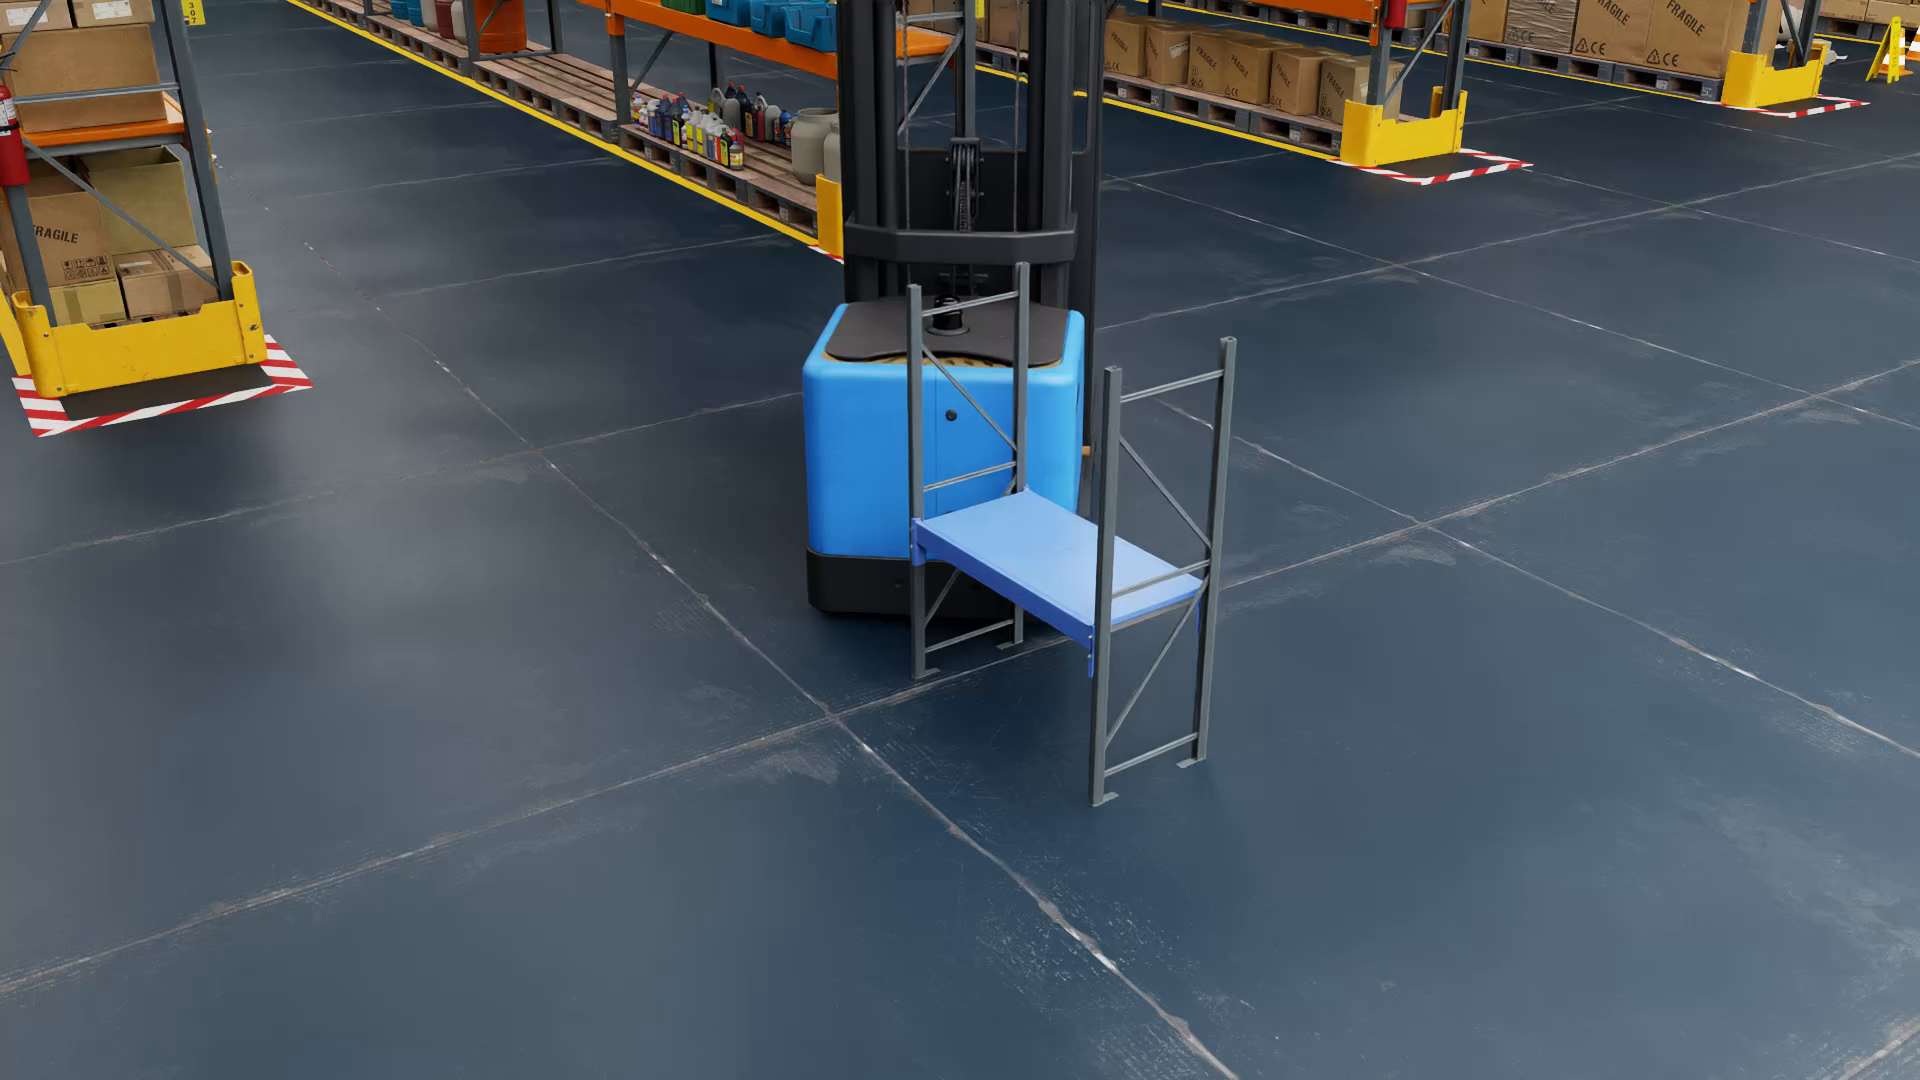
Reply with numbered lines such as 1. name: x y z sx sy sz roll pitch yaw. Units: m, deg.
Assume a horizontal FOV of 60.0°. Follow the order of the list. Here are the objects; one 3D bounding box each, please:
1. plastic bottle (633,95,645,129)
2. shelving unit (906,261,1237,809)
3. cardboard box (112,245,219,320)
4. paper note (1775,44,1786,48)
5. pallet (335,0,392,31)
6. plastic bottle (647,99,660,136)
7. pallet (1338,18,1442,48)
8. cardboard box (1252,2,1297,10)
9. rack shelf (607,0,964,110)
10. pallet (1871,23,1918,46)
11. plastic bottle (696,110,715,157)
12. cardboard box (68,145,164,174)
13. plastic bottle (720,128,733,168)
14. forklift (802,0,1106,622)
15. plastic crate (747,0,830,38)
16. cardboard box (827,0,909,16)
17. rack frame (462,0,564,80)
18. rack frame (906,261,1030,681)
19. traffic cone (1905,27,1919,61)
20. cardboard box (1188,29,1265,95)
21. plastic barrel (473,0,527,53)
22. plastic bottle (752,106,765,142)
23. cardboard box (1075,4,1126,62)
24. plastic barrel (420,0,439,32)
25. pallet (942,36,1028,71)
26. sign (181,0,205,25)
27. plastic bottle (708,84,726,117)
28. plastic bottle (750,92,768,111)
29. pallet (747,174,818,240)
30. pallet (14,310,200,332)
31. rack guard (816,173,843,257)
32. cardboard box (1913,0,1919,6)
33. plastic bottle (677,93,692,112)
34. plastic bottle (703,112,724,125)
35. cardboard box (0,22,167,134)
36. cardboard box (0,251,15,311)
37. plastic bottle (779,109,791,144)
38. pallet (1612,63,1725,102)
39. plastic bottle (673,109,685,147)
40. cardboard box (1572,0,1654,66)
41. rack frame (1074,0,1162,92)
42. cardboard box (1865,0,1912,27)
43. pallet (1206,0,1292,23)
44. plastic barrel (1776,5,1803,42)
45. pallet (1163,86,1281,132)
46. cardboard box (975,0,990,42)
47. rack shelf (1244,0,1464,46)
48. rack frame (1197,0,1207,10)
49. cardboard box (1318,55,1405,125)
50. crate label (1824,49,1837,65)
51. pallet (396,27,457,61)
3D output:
1. plastic bottle: -2.722 -3.640 14.128 0.097 0.271 0.097 0 25 0
2. shelving unit: 0.328 -0.049 5.596 0.538 1.500 1.048 -17 30 -32
3. cardboard box: -4.604 -1.498 9.638 0.500 0.250 0.500 -16 29 -30
4. paper note: 9.586 -5.790 19.492 0.148 0.019 0.142 -6 26 -12
5. pallet: -7.330 -6.746 21.292 1.003 0.211 1.213 -16 29 -30
6. plastic bottle: -2.522 -3.533 13.896 0.152 0.276 0.135 -14 29 -28
7. pallet: 5.348 -6.163 20.057 1.003 0.211 1.213 -16 29 -30
8. cardboard box: 4.386 -7.218 21.169 1.050 0.750 0.750 -15 29 -29
9. rack shelf: -1.437 -3.851 12.736 1.077 0.370 4.000 -16 29 -30
10. pallet: 11.653 -5.989 19.690 1.003 0.211 1.213 -16 29 -30
11. plastic bottle: -1.999 -3.221 13.147 0.144 0.351 0.185 -14 29 -27
12. cardboard box: -5.162 -2.191 10.228 0.500 0.500 0.500 -16 29 -30
13. plastic bottle: -1.794 -3.024 12.808 0.061 0.283 0.133 -15 29 -28
14. forklift: 0.070 -1.606 7.218 1.130 2.935 3.031 3 25 5
15. plastic crate: -1.219 -3.736 11.825 0.499 0.251 0.408 -16 29 -30
16. cardboard box: -0.922 -6.957 20.470 1.225 0.875 0.875 -17 30 -32
17. rack frame: -4.712 -6.322 17.128 1.000 3.000 0.127 -16 29 -30
18. rack frame: 0.031 -0.225 5.969 0.500 1.500 0.032 -17 30 -32
19. traffic cone: 10.792 -5.630 18.635 0.336 0.463 0.334 -16 29 -30
20. cardboard box: 2.530 -4.546 15.802 0.500 0.500 0.500 -19 31 -34
21. plastic barrel: -4.994 -5.702 17.864 0.600 0.830 0.708 -16 29 -30
22. plastic bottle: -1.658 -3.431 13.670 0.061 0.283 0.133 -16 29 -30
23. cardboard box: 1.304 -5.339 17.458 0.700 0.500 0.500 -18 31 -33
24. plastic barrel: -5.993 -6.143 19.171 0.421 0.512 0.421 0 25 0
25. pallet: 0.525 -5.500 18.652 1.003 0.211 1.213 -16 29 -30
26. sign: -4.029 -2.862 8.692 0.100 0.325 0.005 -16 29 -30
27. plastic bottle: -2.056 -3.696 14.152 0.144 0.351 0.185 -16 29 -30
28. plastic bottle: -1.654 -3.545 13.833 0.144 0.351 0.185 -16 29 -30
29. pallet: -0.865 -2.508 12.315 1.003 0.211 1.213 -16 29 -30
30. pallet: -4.950 -1.310 9.779 1.003 0.211 1.213 -16 29 -30
31. rack guard: -0.426 -2.346 11.635 1.175 0.500 0.348 -16 29 -30
32. cardboard box: 11.452 -6.436 19.220 0.500 0.500 0.500 -15 29 -29
33. plastic bottle: -2.315 -3.541 13.824 0.144 0.351 0.185 -16 29 -30
34. plastic bottle: -1.990 -3.297 13.396 0.152 0.276 0.135 -16 29 -30
35. cardboard box: -4.741 -2.523 8.963 0.700 0.500 0.500 -16 29 -30
36. cardboard box: -5.321 -1.553 9.755 0.500 0.250 0.500 -16 29 -30
37. plastic bottle: -1.426 -3.378 13.572 0.097 0.271 0.097 0 25 0
38. pallet: 7.514 -4.741 17.047 1.003 0.211 1.213 -16 29 -30
39. plastic bottle: -2.277 -3.340 13.478 0.061 0.283 0.133 -14 29 -27
40. cardboard box: 7.108 -5.505 17.395 0.875 0.875 0.875 -16 30 -30
41. rack frame: 1.621 -6.046 16.543 1.000 3.000 0.127 -16 29 -30
42. cardboard box: 11.165 -6.284 19.778 0.500 0.250 0.500 -15 29 -29
43. pallet: 4.016 -7.036 21.906 1.003 0.211 1.213 -16 29 -30
44. plastic barrel: 9.712 -6.145 19.772 0.512 0.421 0.421 3 25 6
45. pallet: 2.688 -4.116 15.721 1.003 0.211 1.213 -16 29 -30
46. cardboard box: 0.449 -5.913 18.675 0.700 0.500 0.500 -13 28 -25
47. rack shelf: 2.713 -5.005 15.181 1.077 0.370 4.000 -16 29 -30
48. rack frame: 3.649 -8.596 21.945 1.000 3.000 0.127 -16 29 -30
49. cardboard box: 3.478 -3.902 14.437 0.500 0.500 0.500 -10 27 -20
50. crate label: 9.567 -5.369 18.464 0.298 0.136 0.250 12 28 24
51. pallet: -5.839 -5.769 19.224 1.003 0.211 1.213 -16 29 -30
